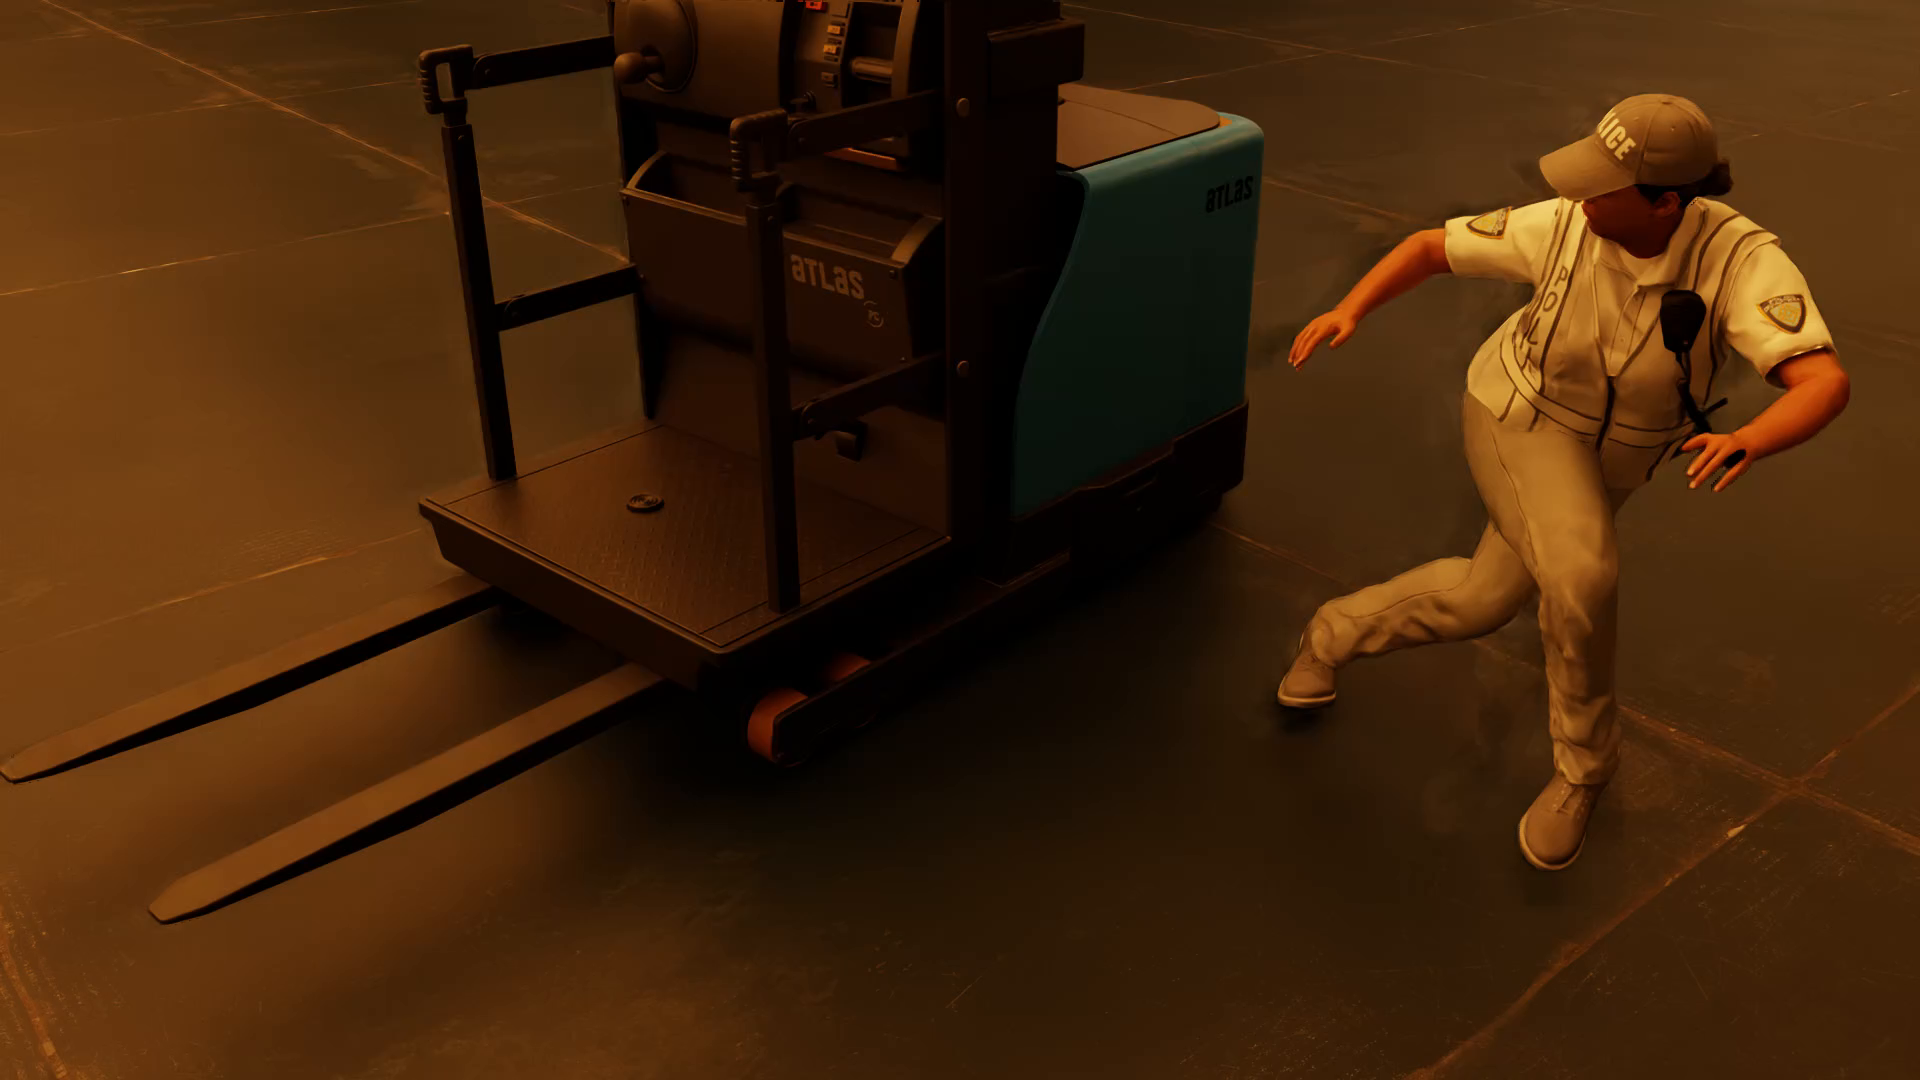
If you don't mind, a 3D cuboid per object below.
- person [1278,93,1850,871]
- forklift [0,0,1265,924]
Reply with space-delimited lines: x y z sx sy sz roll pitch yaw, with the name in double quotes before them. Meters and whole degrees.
"person" 1.061 -0.118 3.138 0.899 1.442 0.980 2 26 4
"forklift" -0.554 -1.086 3.392 1.130 2.935 3.031 21 34 36
